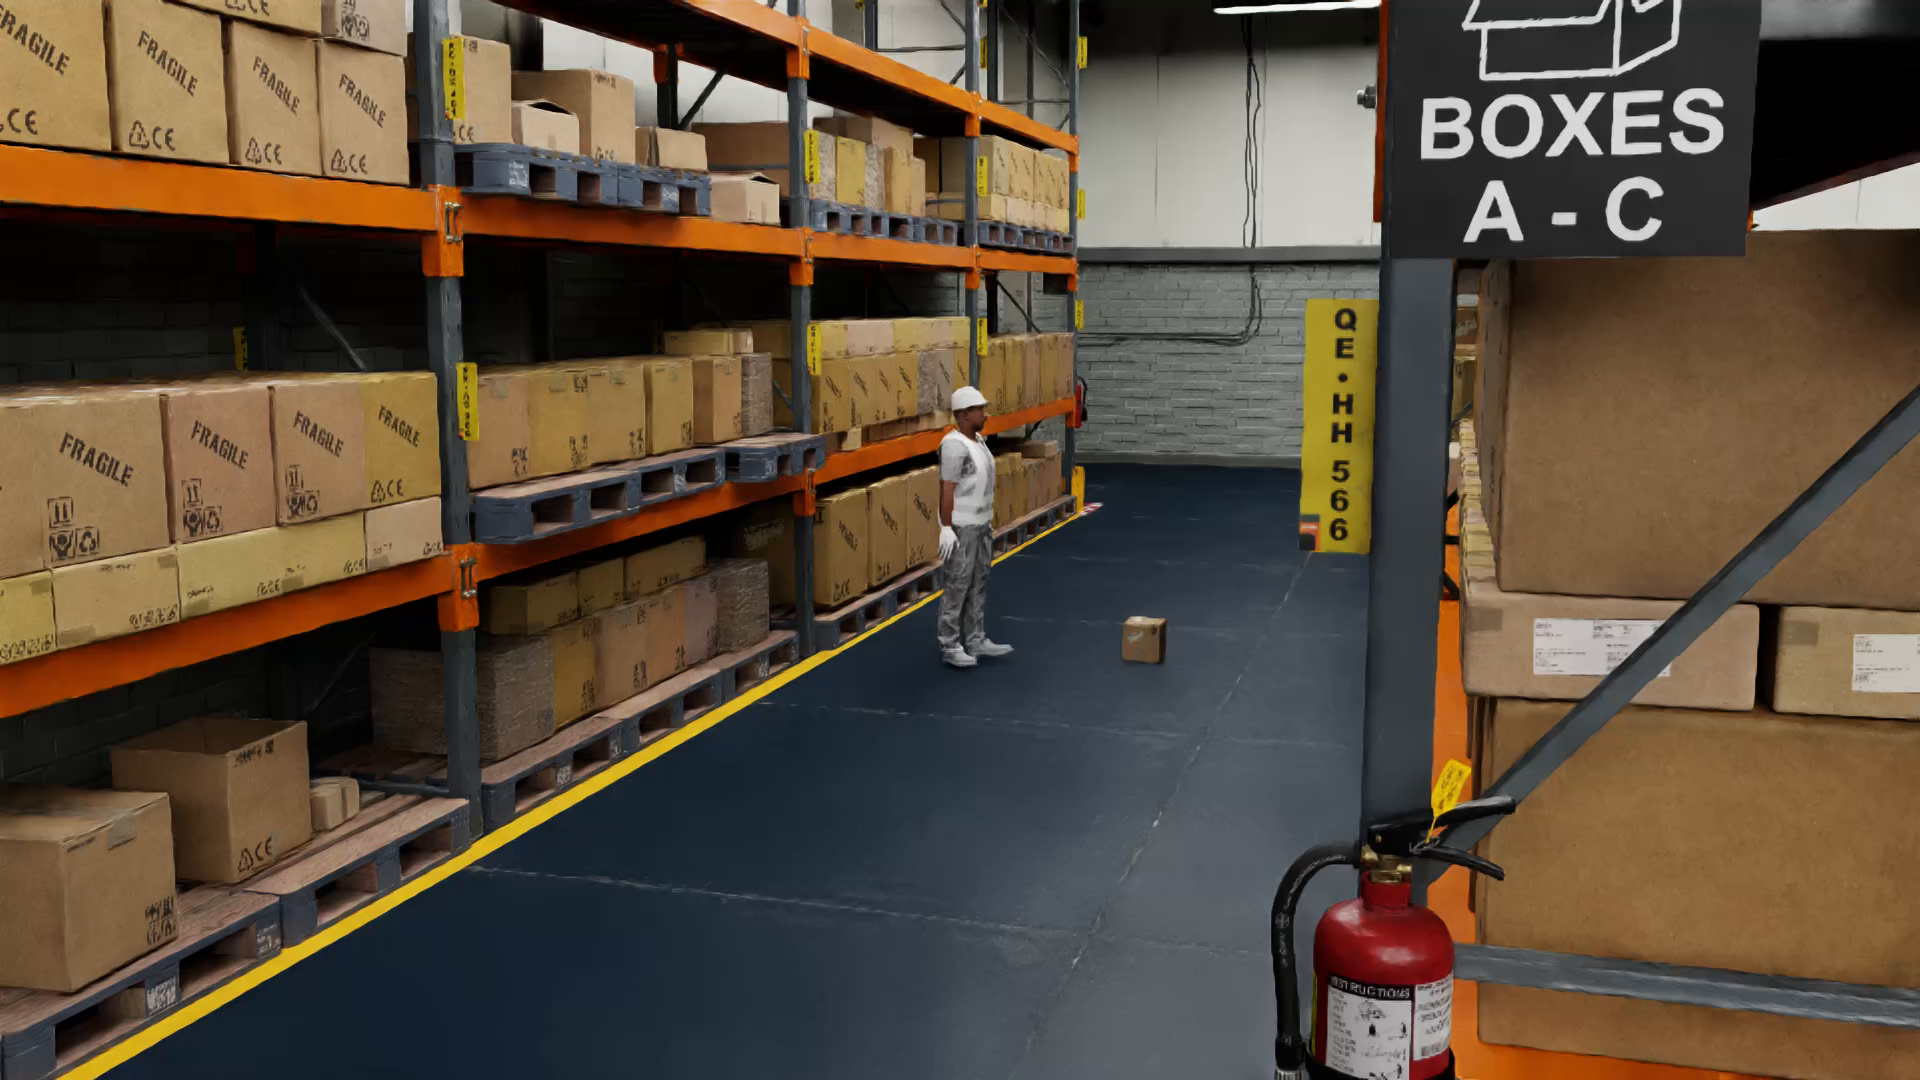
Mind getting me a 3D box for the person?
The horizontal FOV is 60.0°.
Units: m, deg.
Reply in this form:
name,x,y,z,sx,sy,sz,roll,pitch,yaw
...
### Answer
name,x,y,z,sx,sy,sz,roll,pitch,yaw
person,0.081,-0.091,10.734,0.452,1.791,0.671,3,9,18
